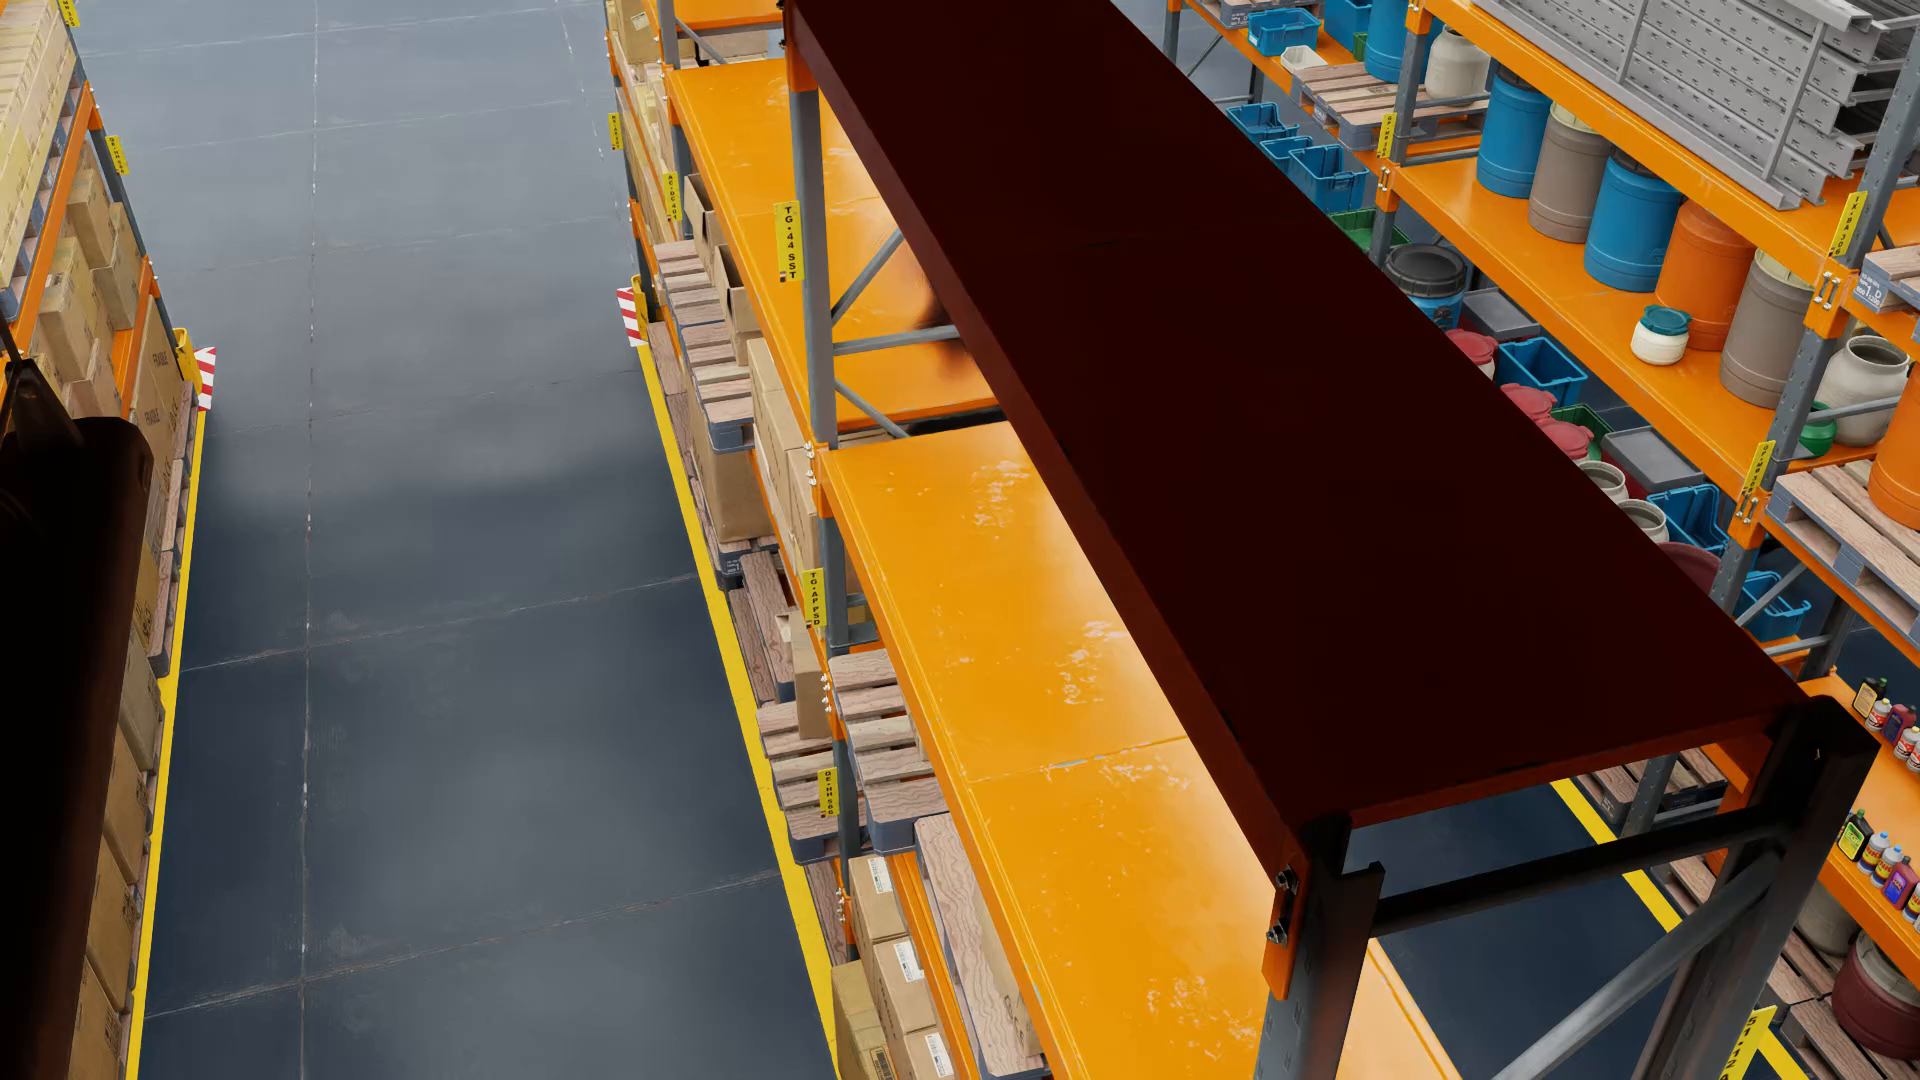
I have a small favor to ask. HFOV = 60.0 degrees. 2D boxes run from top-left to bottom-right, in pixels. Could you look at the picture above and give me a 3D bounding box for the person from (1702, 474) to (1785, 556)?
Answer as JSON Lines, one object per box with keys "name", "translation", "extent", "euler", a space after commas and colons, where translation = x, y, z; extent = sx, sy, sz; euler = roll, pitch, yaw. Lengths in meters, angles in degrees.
{"name": "person", "translation": [5.883, -0.596, 12.240], "extent": [0.656, 1.680, 0.797], "euler": [-22, 43, -25]}
